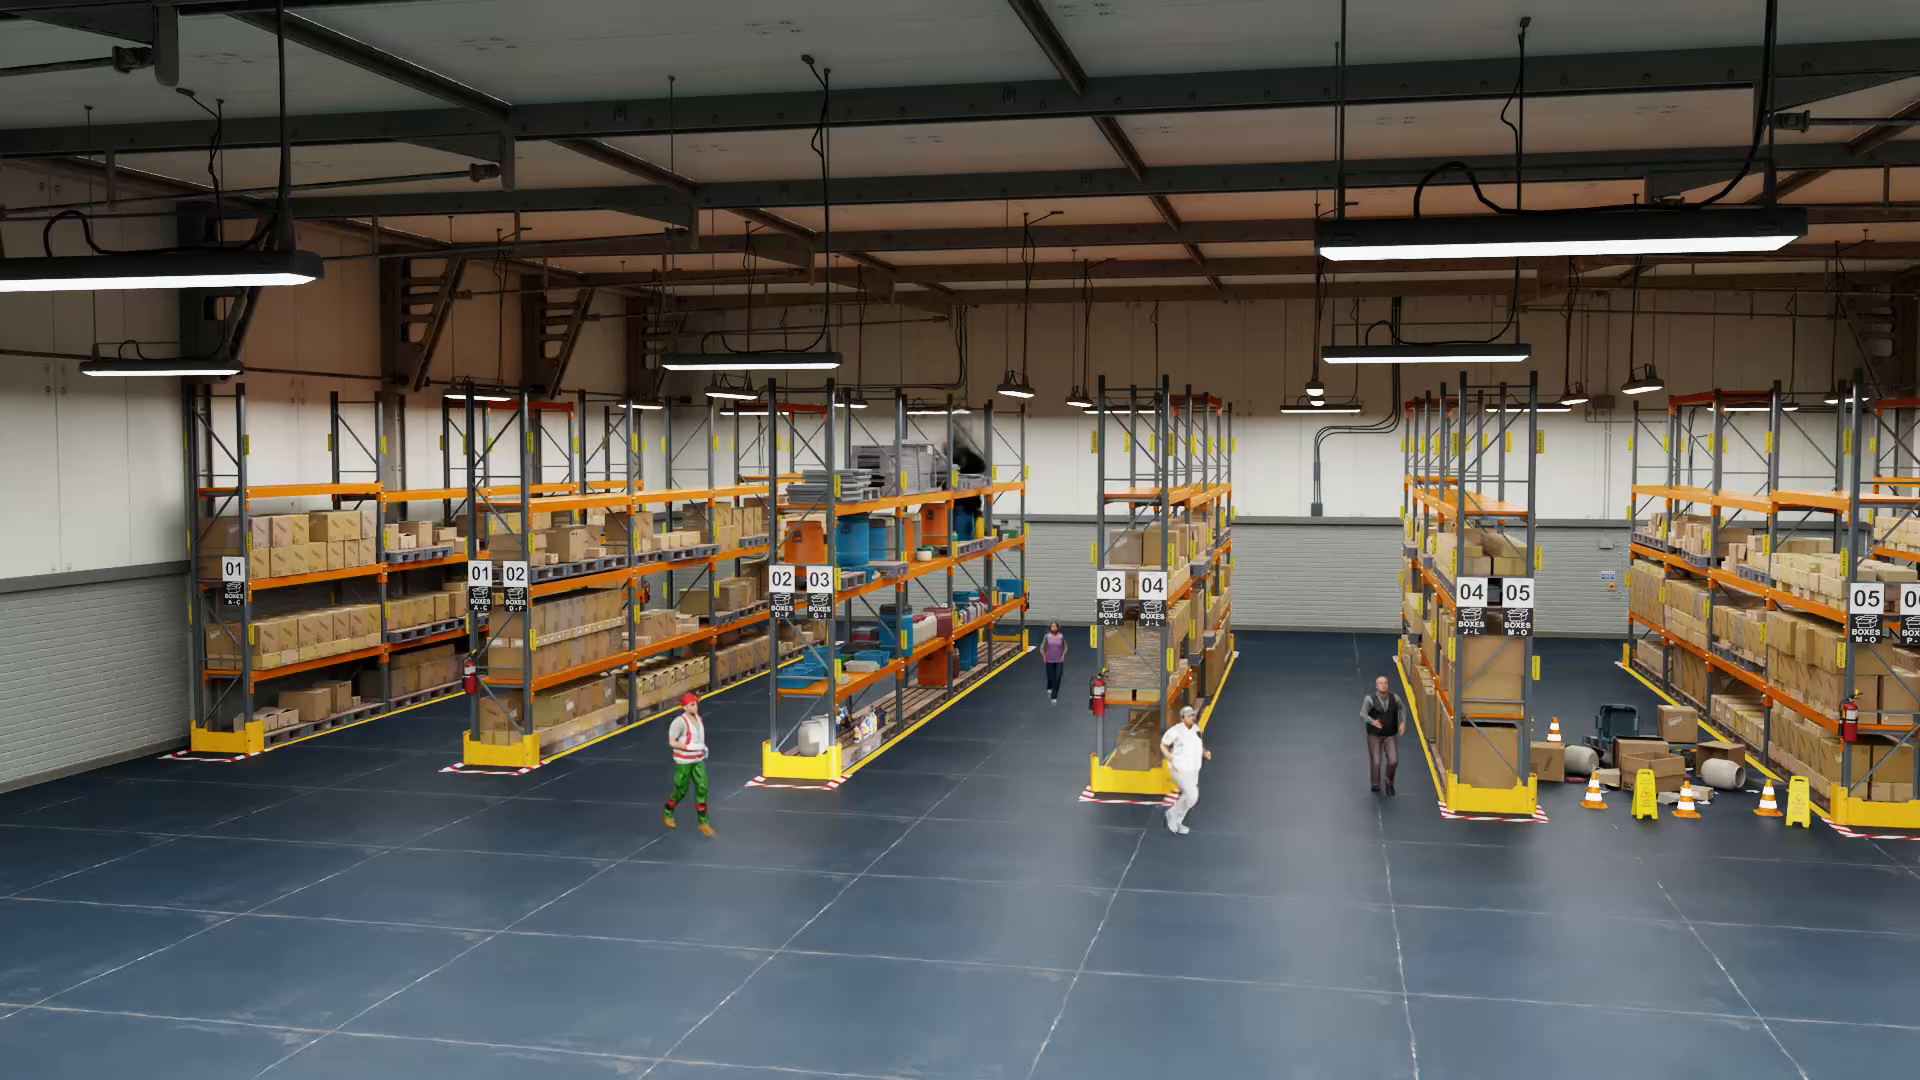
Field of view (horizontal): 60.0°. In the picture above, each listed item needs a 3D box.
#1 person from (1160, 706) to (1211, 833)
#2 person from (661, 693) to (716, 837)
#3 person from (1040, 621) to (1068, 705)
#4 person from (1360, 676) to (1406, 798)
[{"bbox_3d":[2.948,2.955,21.410,0.586,1.633,0.584,-3,4,-40],"label":"person"},{"bbox_3d":[-3.500,2.877,21.415,0.854,1.829,0.684,3,4,38],"label":"person"},{"bbox_3d":[1.775,2.308,31.353,0.537,1.557,0.561,0,3,-3],"label":"person"},{"bbox_3d":[6.018,2.807,23.609,0.685,1.742,0.692,0,3,5],"label":"person"}]
